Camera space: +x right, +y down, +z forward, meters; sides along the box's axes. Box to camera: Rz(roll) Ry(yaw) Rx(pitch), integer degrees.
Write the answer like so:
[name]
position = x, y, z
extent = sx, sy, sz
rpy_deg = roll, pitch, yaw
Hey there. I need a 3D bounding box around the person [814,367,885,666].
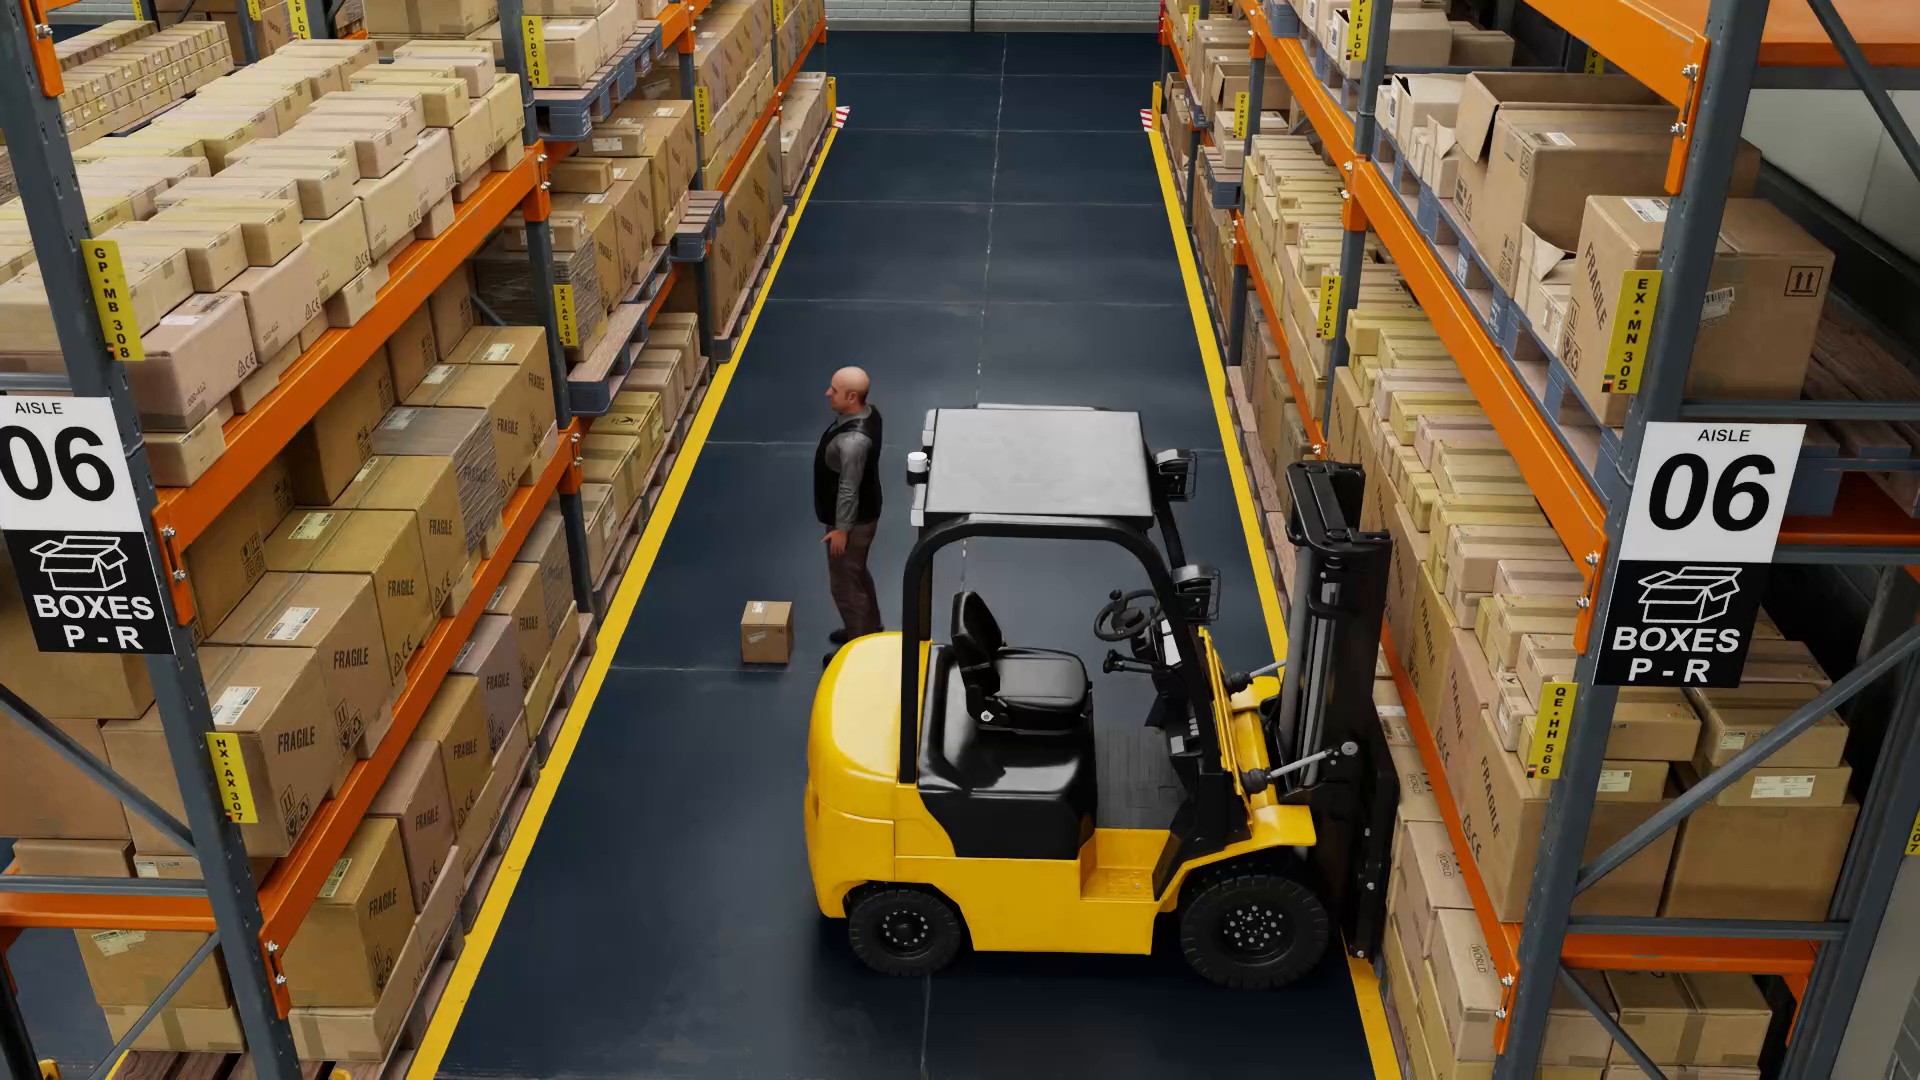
[person]
position = -0.590, -0.115, 8.880
extent = 0.358, 1.725, 0.531
rpy_deg = 2, 28, 3
